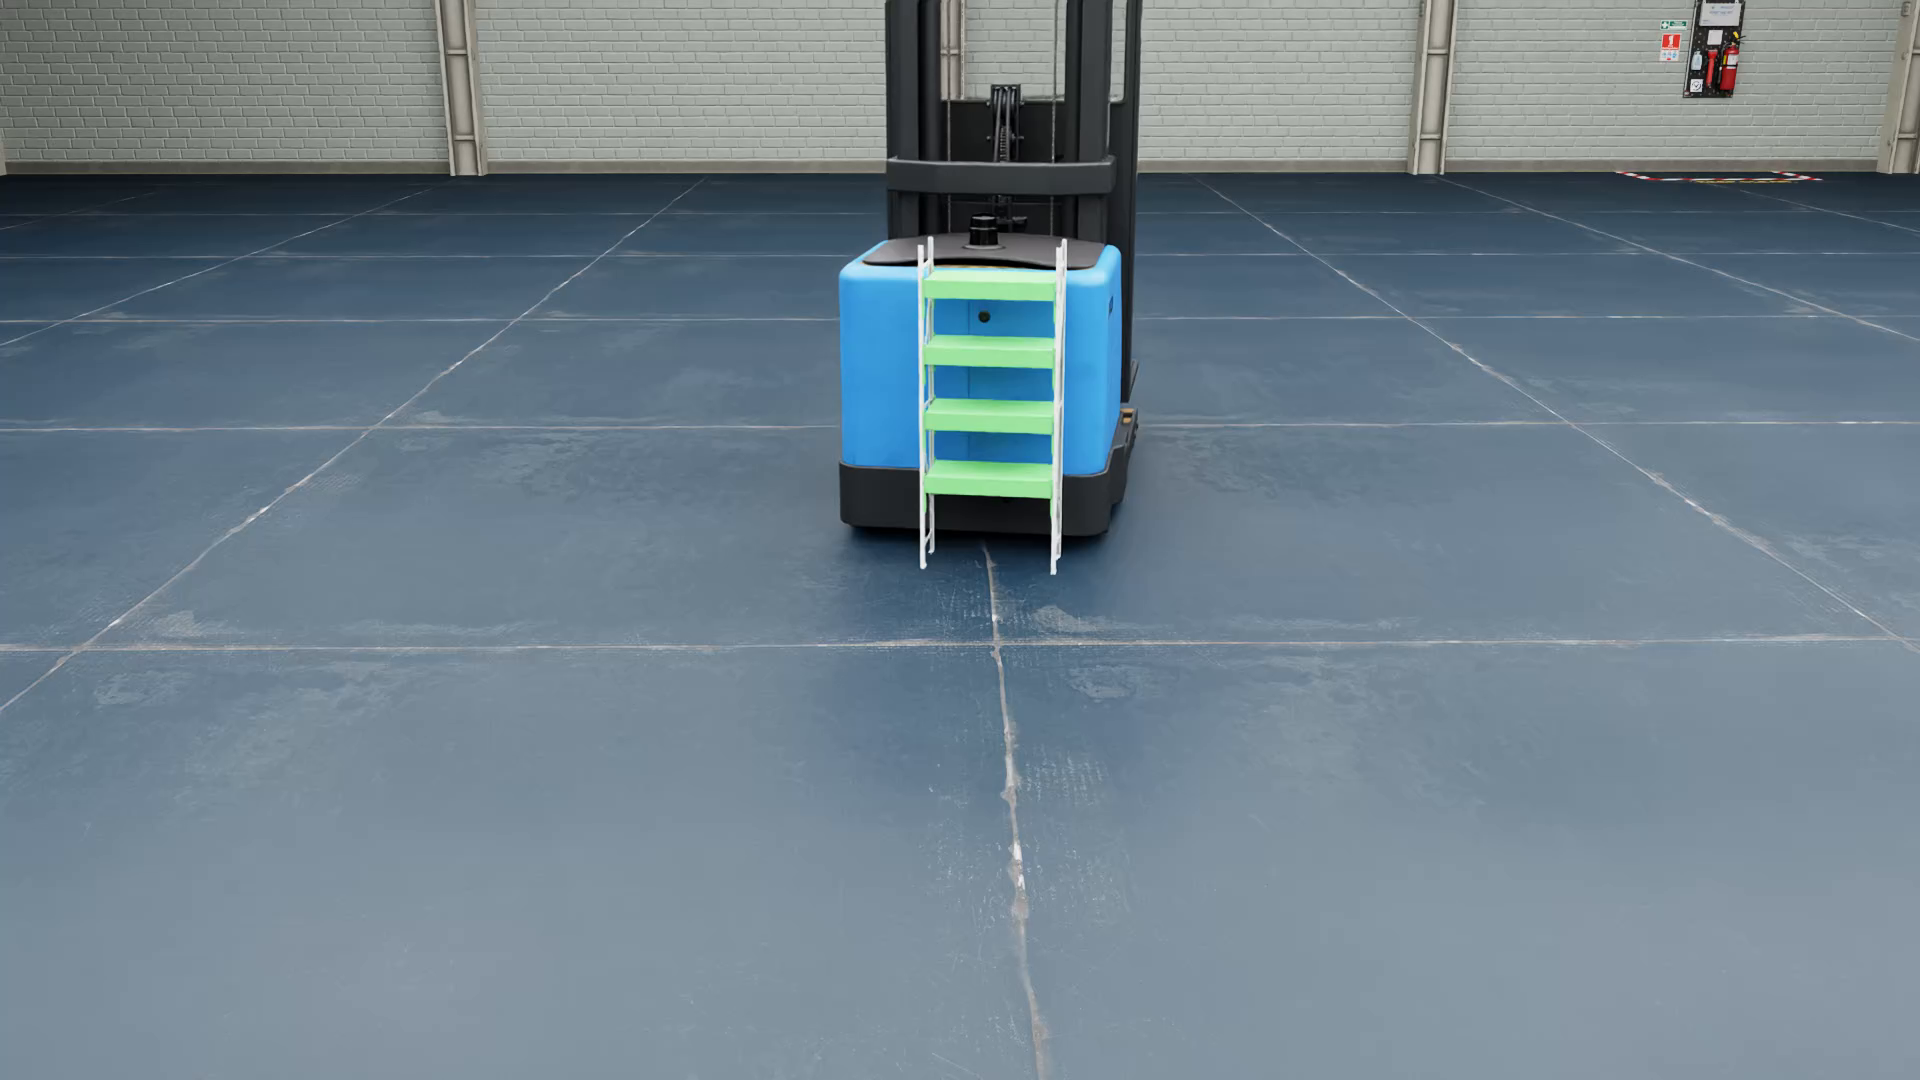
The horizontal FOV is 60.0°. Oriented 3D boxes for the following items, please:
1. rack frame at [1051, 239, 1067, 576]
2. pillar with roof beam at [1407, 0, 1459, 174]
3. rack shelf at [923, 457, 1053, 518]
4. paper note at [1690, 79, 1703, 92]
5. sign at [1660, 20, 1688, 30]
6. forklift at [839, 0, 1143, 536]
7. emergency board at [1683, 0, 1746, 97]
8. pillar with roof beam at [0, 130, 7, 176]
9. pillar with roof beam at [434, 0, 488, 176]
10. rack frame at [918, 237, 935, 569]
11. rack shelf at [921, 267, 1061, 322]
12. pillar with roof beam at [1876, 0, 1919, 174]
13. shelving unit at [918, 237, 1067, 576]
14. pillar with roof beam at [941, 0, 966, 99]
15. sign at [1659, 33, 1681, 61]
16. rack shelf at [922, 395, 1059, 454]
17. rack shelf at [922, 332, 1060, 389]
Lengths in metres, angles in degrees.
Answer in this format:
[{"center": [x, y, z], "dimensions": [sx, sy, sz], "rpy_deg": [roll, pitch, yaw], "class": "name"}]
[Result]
[{"center": [0.360, -0.477, 6.069], "dimensions": [0.015, 1.200, 0.240], "rpy_deg": [3, 18, 8], "class": "rack frame"}, {"center": [5.934, -7.598, 15.502], "dimensions": [0.400, 9.000, 9.100], "rpy_deg": [0, 18, -1], "class": "pillar with roof beam"}, {"center": [0.118, -0.198, 6.195], "dimensions": [0.480, 0.148, 0.258], "rpy_deg": [3, 18, 8], "class": "rack shelf"}, {"center": [9.215, -5.686, 20.804], "dimensions": [0.142, 0.148, 0.016], "rpy_deg": [0, 18, -1], "class": "paper note"}, {"center": [8.844, -6.381, 20.601], "dimensions": [0.331, 0.109, 0.001], "rpy_deg": [0, 18, -1], "class": "sign"}, {"center": [0.262, -1.818, 7.415], "dimensions": [1.130, 2.935, 3.031], "rpy_deg": [3, 18, 8], "class": "forklift"}, {"center": [9.394, -6.085, 20.606], "dimensions": [0.643, 1.169, 0.194], "rpy_deg": [0, 18, -1], "class": "emergency board"}, {"center": [-12.064, -7.511, 15.231], "dimensions": [0.400, 9.000, 9.100], "rpy_deg": [0, 18, -1], "class": "pillar with roof beam"}, {"center": [-6.065, -7.540, 15.321], "dimensions": [0.400, 9.000, 9.100], "rpy_deg": [0, 18, -1], "class": "pillar with roof beam"}, {"center": [-0.123, -0.498, 6.136], "dimensions": [0.015, 1.200, 0.240], "rpy_deg": [3, 18, 8], "class": "rack frame"}, {"center": [0.118, -0.884, 5.975], "dimensions": [0.480, 0.148, 0.258], "rpy_deg": [3, 18, 8], "class": "rack shelf"}, {"center": [11.933, -7.627, 15.592], "dimensions": [0.400, 9.000, 9.100], "rpy_deg": [0, 18, -1], "class": "pillar with roof beam"}, {"center": [0.118, -0.487, 6.102], "dimensions": [0.503, 1.200, 0.258], "rpy_deg": [3, 18, 8], "class": "shelving unit"}, {"center": [-0.065, -7.569, 15.411], "dimensions": [0.400, 9.000, 9.100], "rpy_deg": [0, 18, -1], "class": "pillar with roof beam"}, {"center": [8.839, -6.131, 20.691], "dimensions": [0.234, 0.329, 0.001], "rpy_deg": [0, 18, -1], "class": "sign"}, {"center": [0.118, -0.426, 6.122], "dimensions": [0.480, 0.148, 0.258], "rpy_deg": [3, 18, 8], "class": "rack shelf"}, {"center": [0.118, -0.655, 6.049], "dimensions": [0.480, 0.148, 0.258], "rpy_deg": [3, 18, 8], "class": "rack shelf"}]
